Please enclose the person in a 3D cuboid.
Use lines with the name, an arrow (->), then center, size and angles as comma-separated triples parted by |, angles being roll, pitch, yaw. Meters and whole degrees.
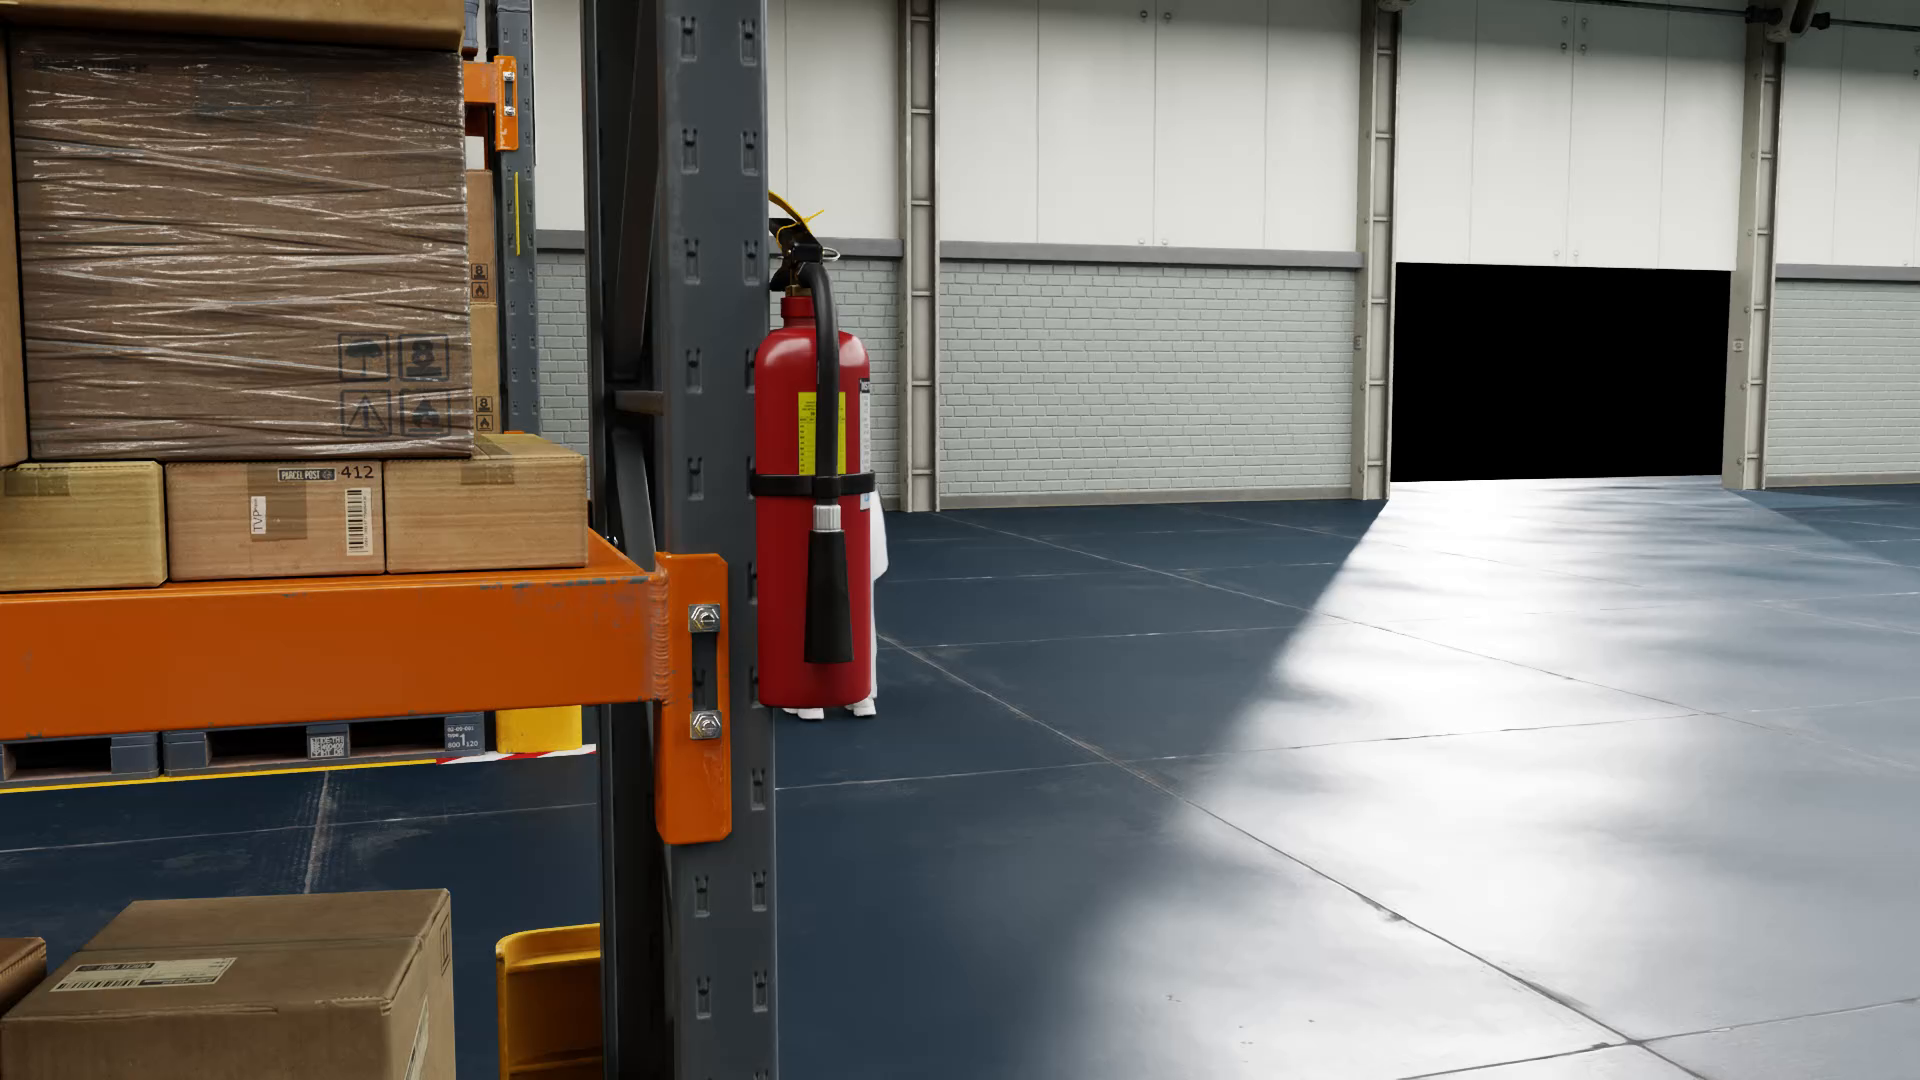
person -> -0.652, 0.046, 7.783 | 0.549, 1.492, 0.816 | -2, 6, -20
